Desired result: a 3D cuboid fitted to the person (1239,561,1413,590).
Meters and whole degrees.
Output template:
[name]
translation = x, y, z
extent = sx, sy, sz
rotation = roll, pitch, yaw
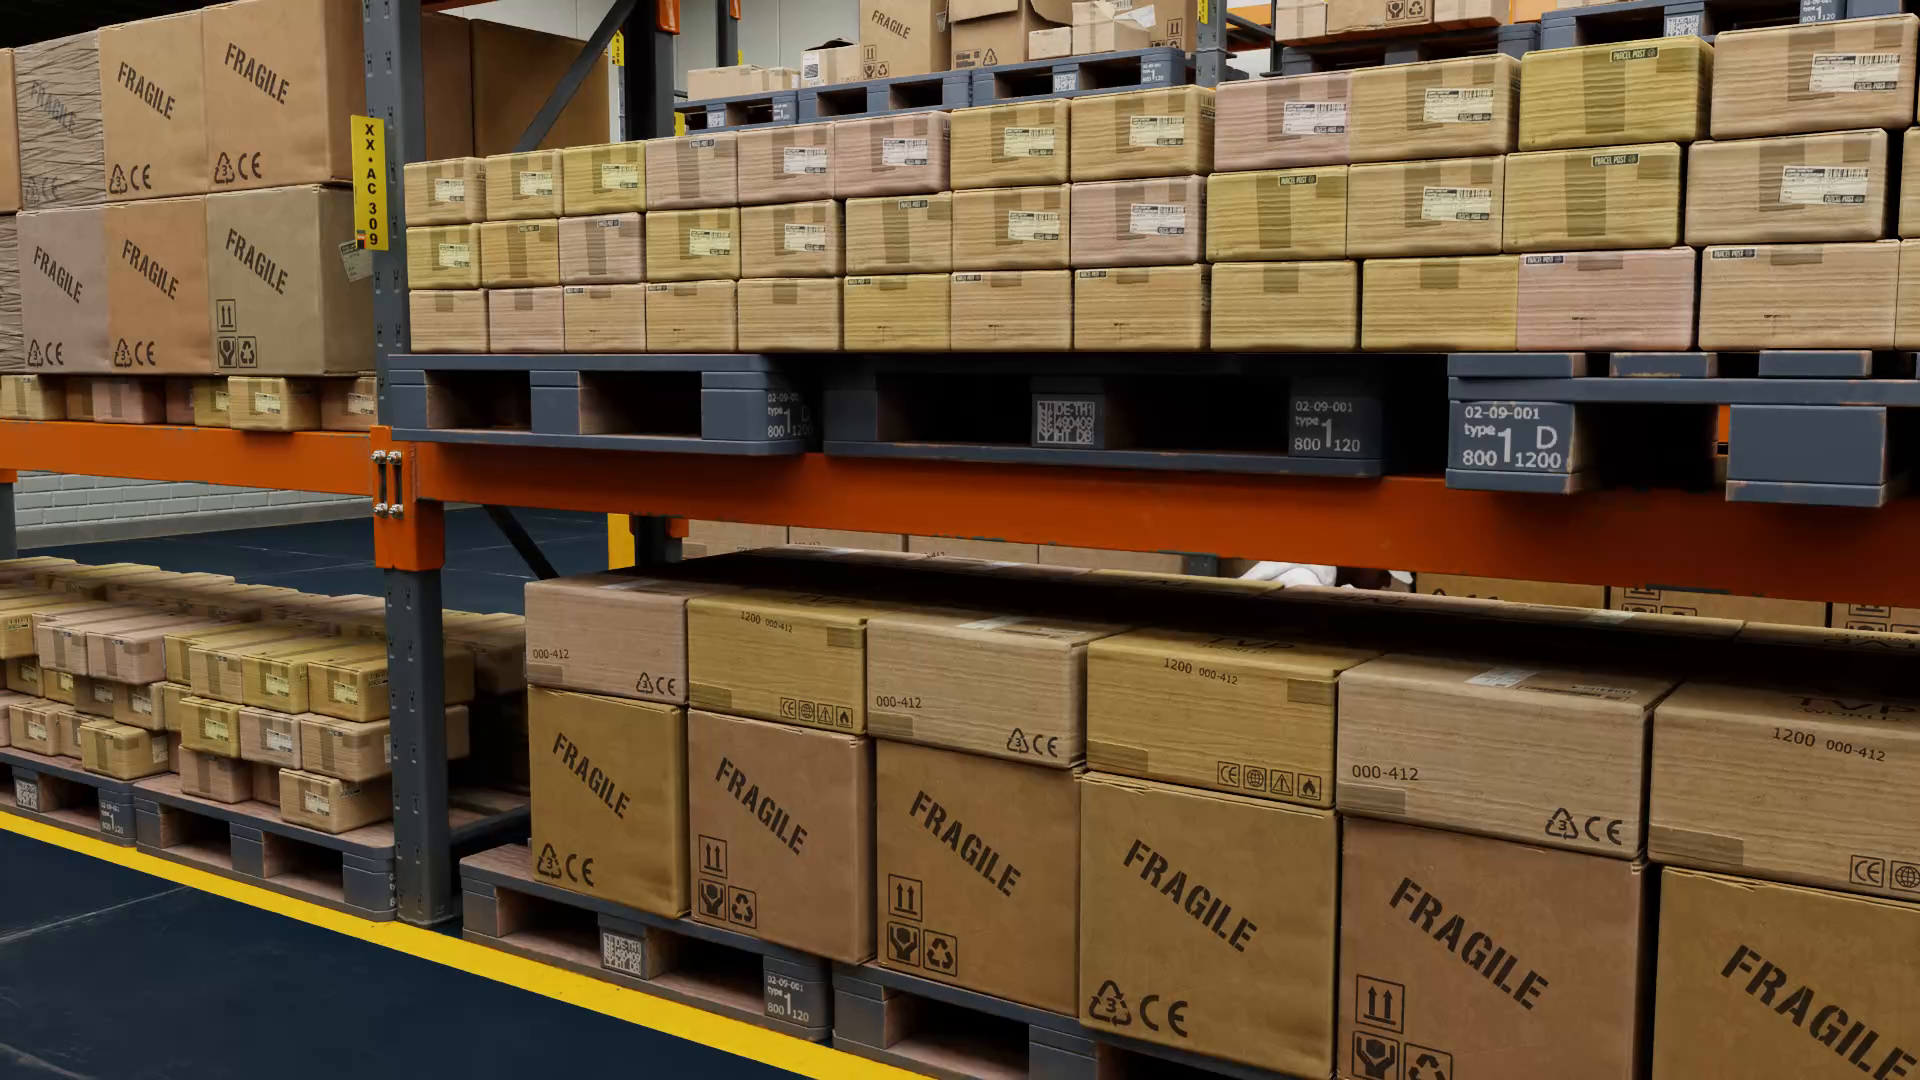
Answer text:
[person]
translation = 1.185, 0.377, 5.796
extent = 0.871, 0.999, 0.589
rotation = 4, 7, 33
